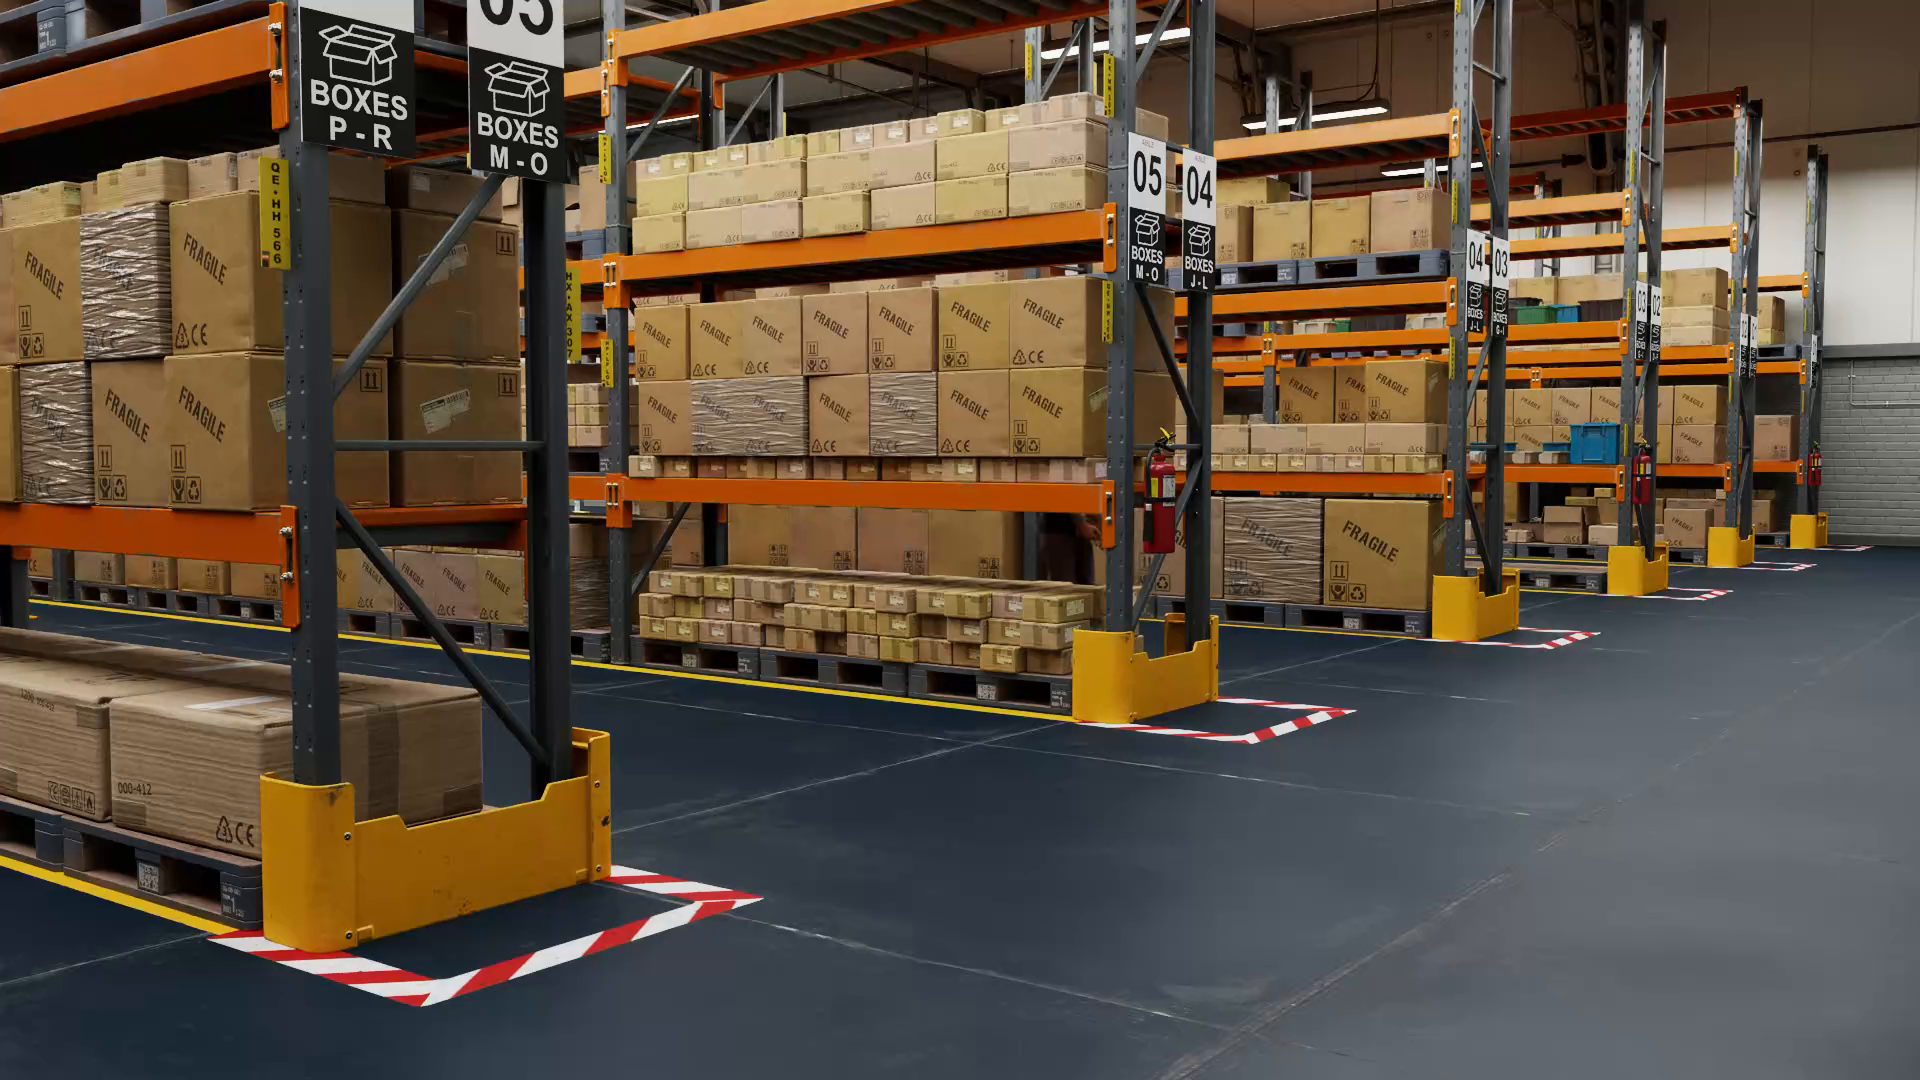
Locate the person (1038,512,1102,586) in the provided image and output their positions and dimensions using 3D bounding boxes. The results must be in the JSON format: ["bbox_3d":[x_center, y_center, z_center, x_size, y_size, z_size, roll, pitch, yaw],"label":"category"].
[{"bbox_3d":[0.839,0.004,11.607,0.547,1.718,0.495,2,4,36],"label":"person"}]
